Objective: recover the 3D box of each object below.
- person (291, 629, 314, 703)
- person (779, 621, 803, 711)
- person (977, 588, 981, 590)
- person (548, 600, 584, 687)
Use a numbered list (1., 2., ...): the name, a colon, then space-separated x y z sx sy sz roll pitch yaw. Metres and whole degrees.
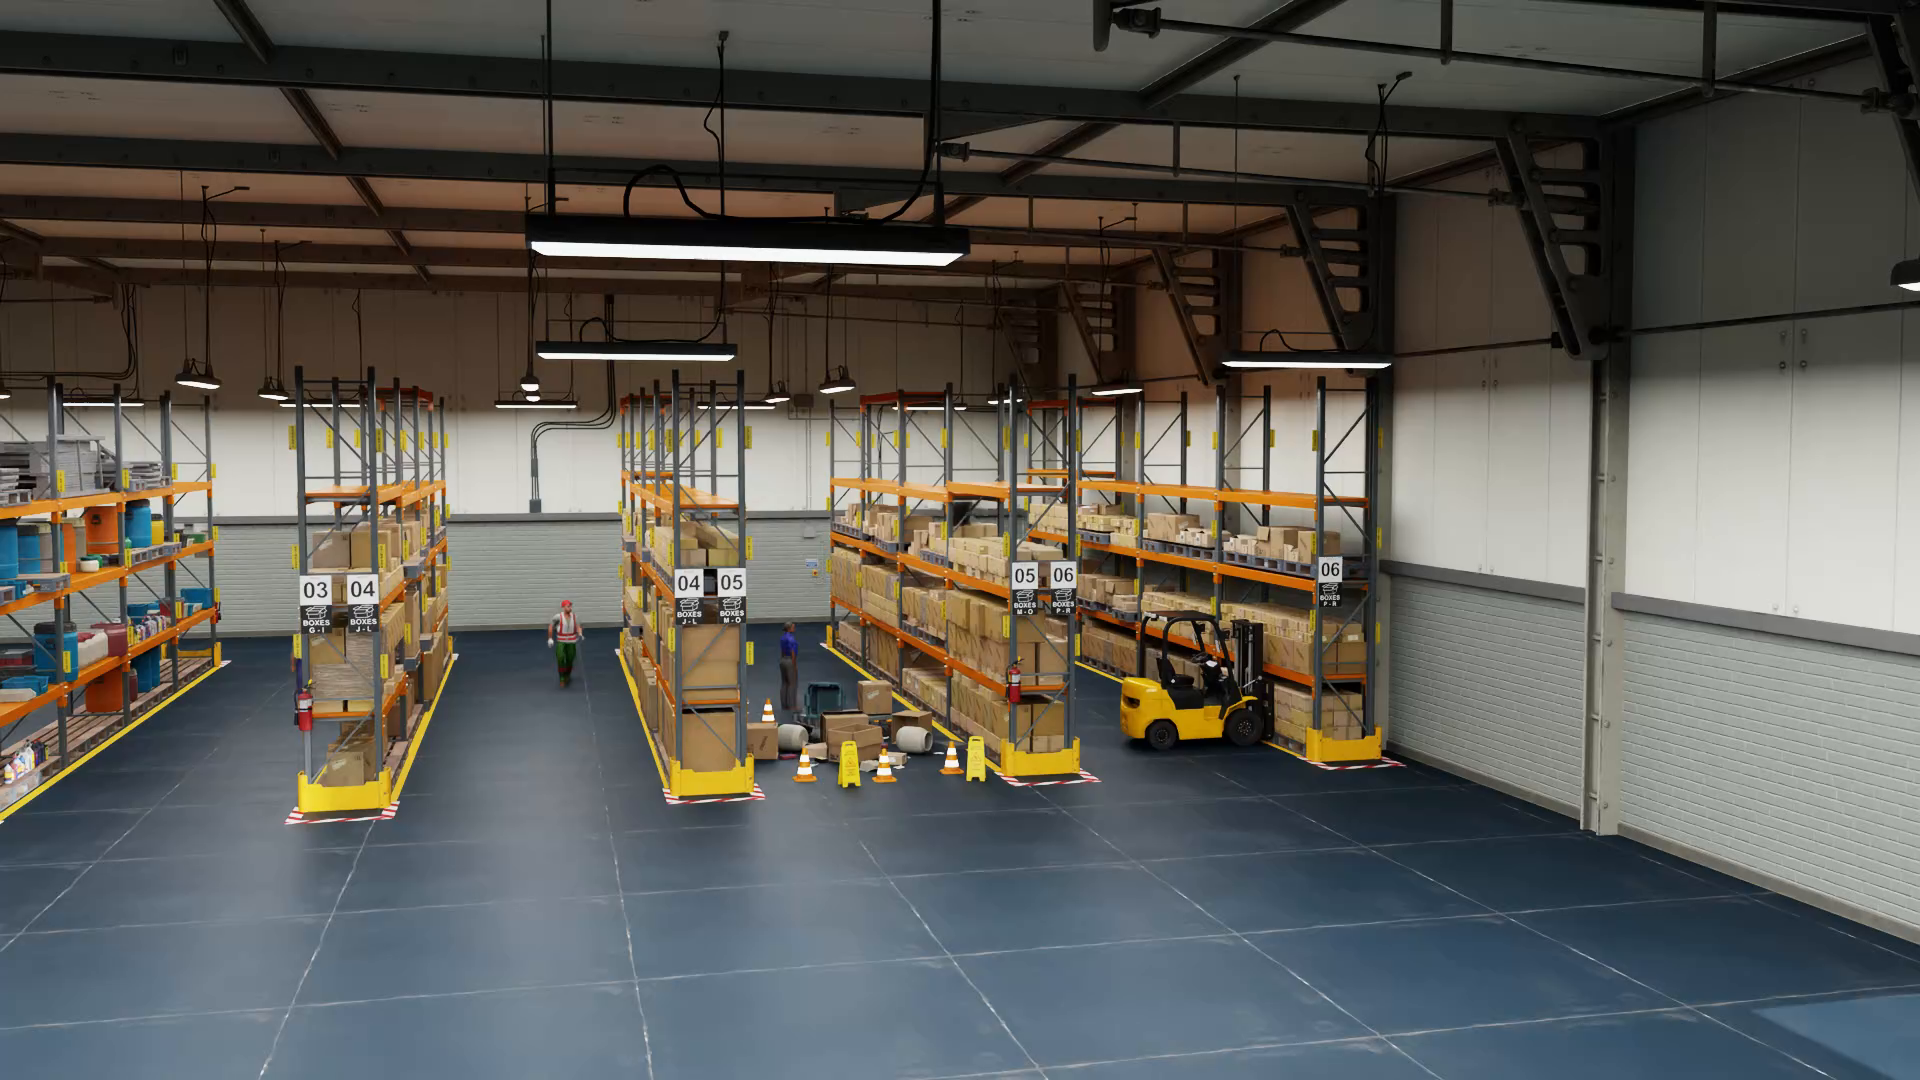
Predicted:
1. person: -12.203 2.340 31.127 0.605 1.598 0.971 -1 4 -16
2. person: -3.130 2.336 30.774 0.375 1.645 0.506 -2 4 -34
3. person: 0.485 1.848 38.720 0.352 1.685 0.468 -2 4 -29
4. person: -8.089 2.127 34.153 0.727 1.813 0.877 -1 3 -13
